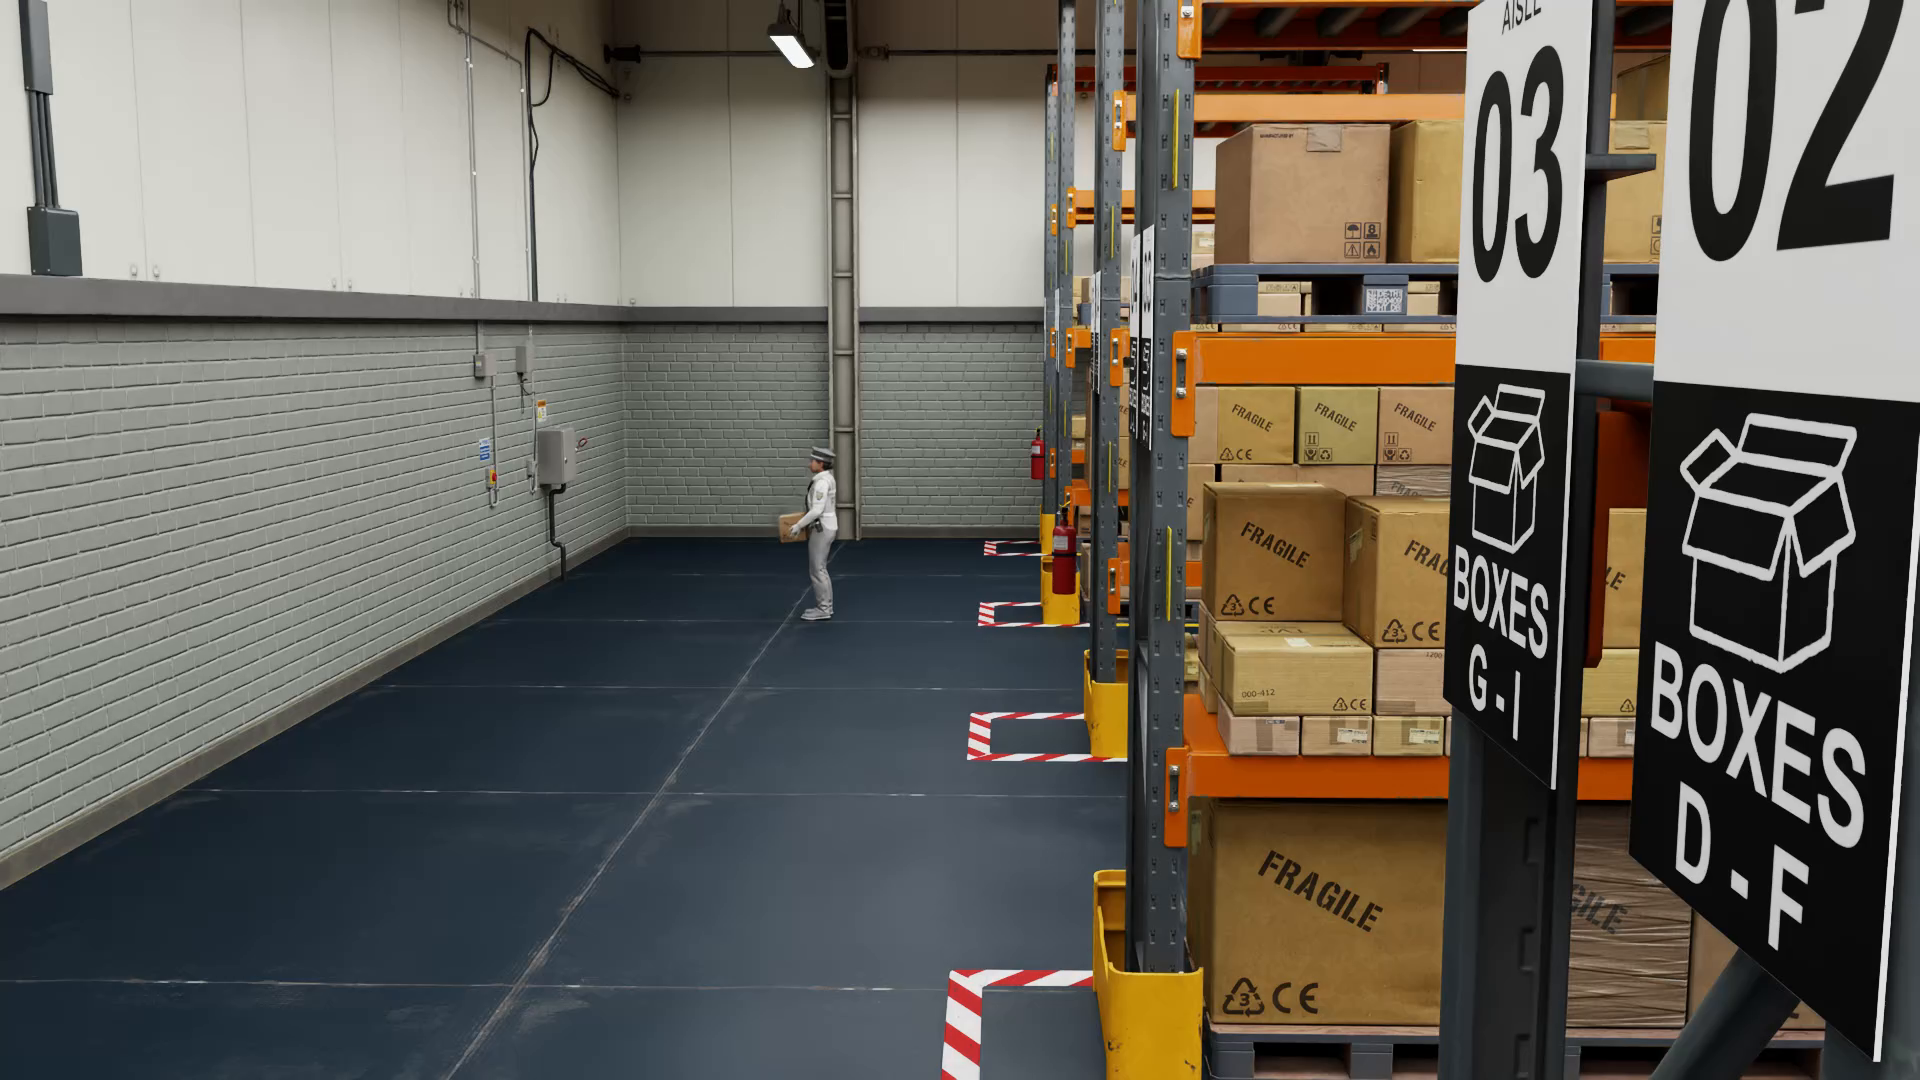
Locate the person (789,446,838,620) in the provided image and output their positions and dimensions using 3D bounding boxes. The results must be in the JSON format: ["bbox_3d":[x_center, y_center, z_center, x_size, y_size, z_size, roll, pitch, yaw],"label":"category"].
[{"bbox_3d":[-1.423,-0.074,16.236,0.464,1.690,0.494,0,7,1],"label":"person"}]
